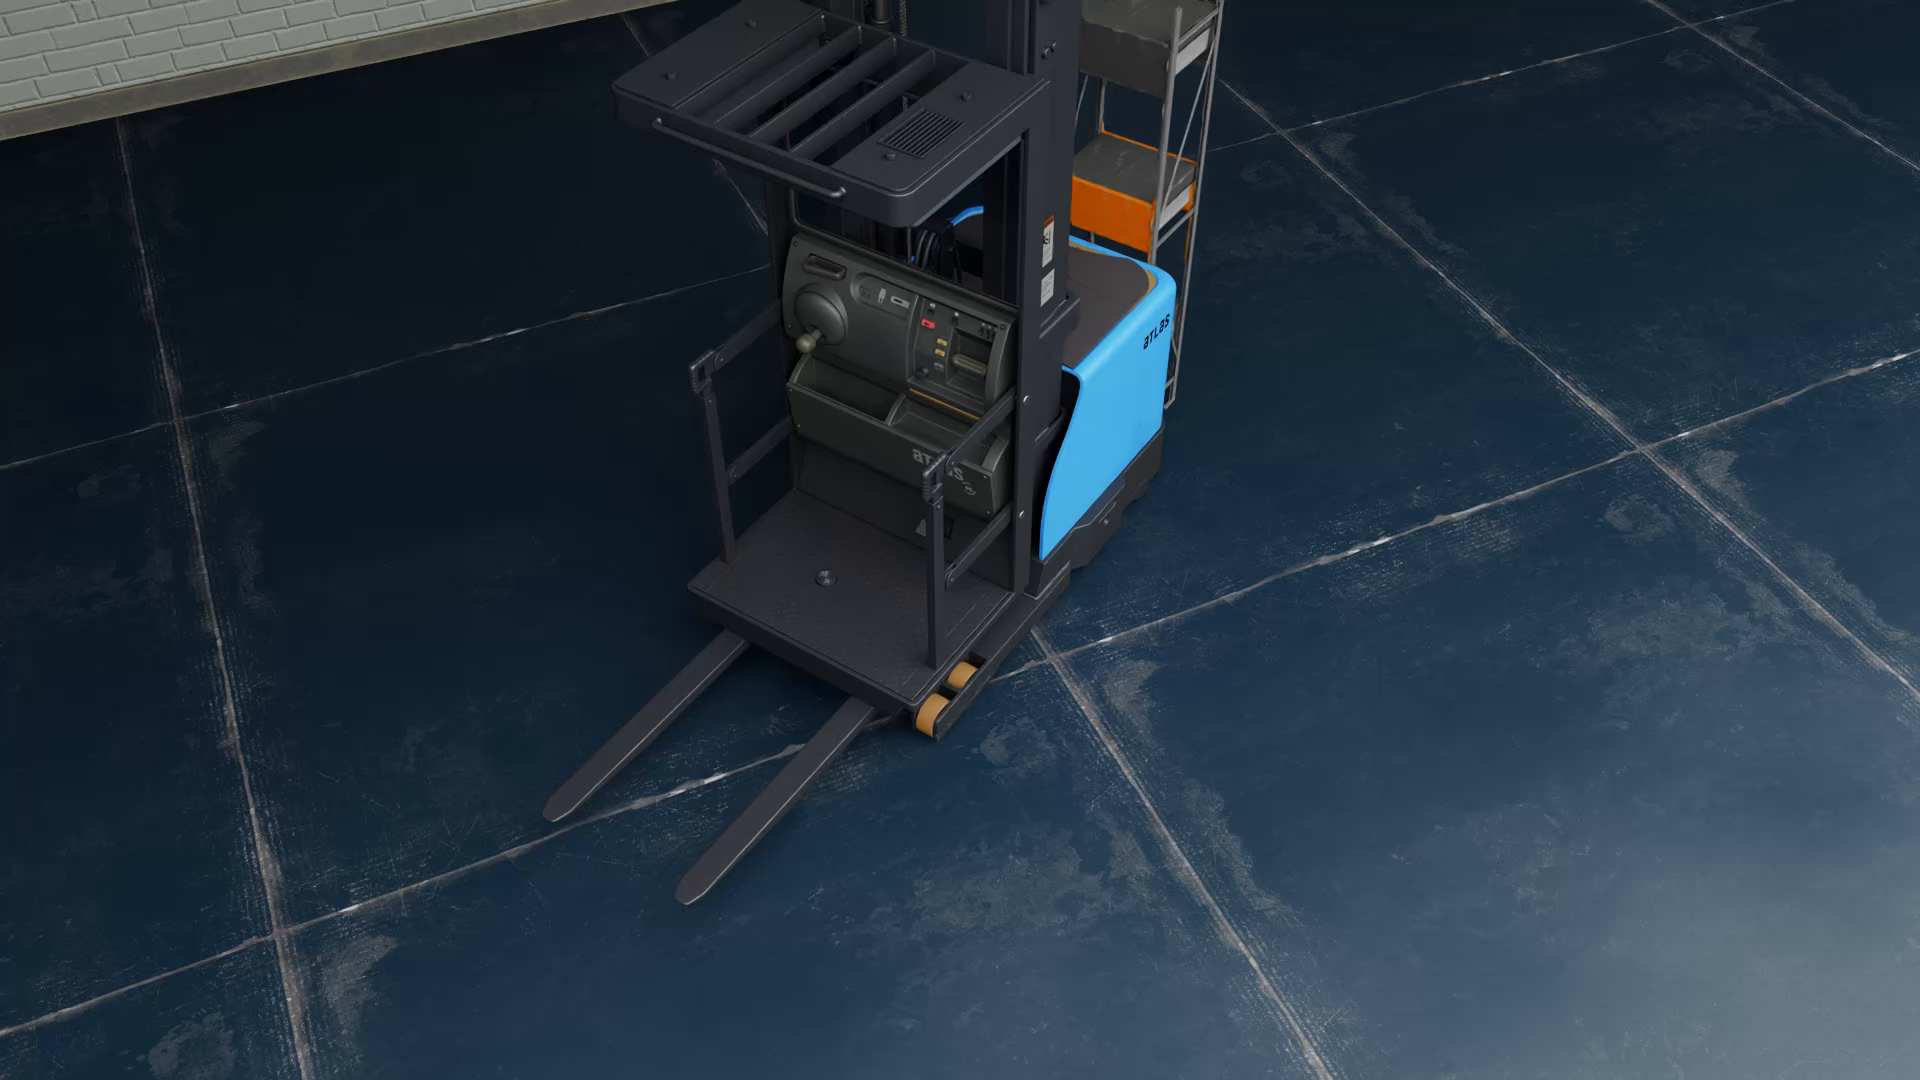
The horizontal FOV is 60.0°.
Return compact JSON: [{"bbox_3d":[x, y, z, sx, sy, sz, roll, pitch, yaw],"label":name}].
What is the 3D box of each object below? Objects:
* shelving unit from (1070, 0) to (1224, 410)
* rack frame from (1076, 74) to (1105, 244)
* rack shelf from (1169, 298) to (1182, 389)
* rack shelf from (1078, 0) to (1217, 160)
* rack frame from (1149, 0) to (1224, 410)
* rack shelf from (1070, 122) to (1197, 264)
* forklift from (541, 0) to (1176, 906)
[{"bbox_3d":[0.692,-1.392,7.031,0.503,2.100,0.431,25,49,23],"label":"shelving unit"},{"bbox_3d":[0.489,-1.487,7.127,0.015,2.100,0.400,25,49,23],"label":"rack frame"},{"bbox_3d":[0.687,-0.880,7.527,0.480,0.518,0.431,25,49,23],"label":"rack shelf"},{"bbox_3d":[0.696,-1.886,6.554,0.480,0.518,0.431,25,49,23],"label":"rack shelf"},{"bbox_3d":[0.895,-1.297,6.935,0.015,2.100,0.400,25,49,23],"label":"rack frame"},{"bbox_3d":[0.691,-1.383,7.041,0.480,0.518,0.431,25,49,23],"label":"rack shelf"},{"bbox_3d":[-0.351,-0.675,5.716,1.130,2.935,3.031,25,50,23],"label":"forklift"}]
